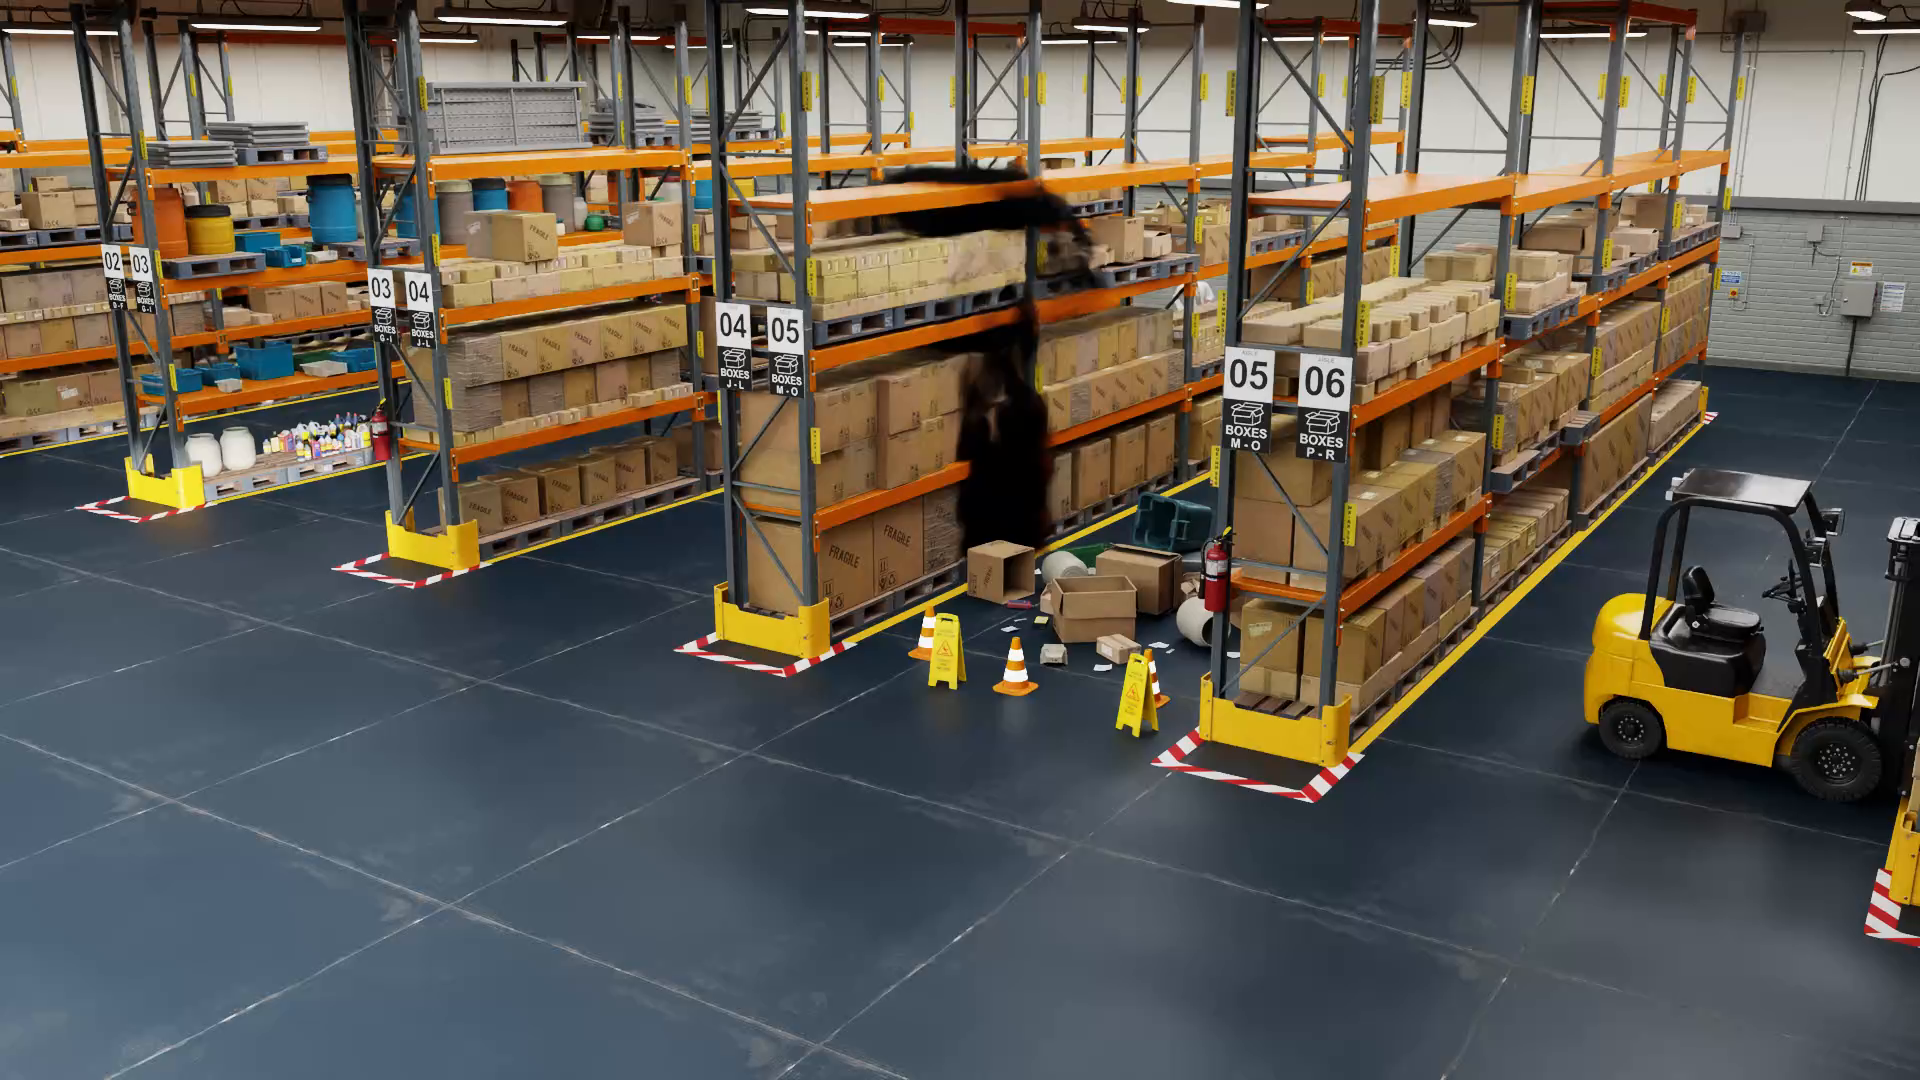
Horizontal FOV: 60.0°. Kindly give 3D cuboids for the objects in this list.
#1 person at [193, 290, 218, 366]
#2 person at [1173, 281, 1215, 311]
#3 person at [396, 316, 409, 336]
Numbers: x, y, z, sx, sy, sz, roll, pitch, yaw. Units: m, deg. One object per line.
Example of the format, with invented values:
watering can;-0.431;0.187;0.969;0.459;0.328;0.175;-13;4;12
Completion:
person;-12.982;-3.475;28.642;0.678;1.639;1.008;10;18;32
person;4.386;-4.120;30.914;0.693;1.794;0.815;-5;16;-19
person;-10.756;-4.470;32.259;0.539;1.613;0.871;7;17;24
